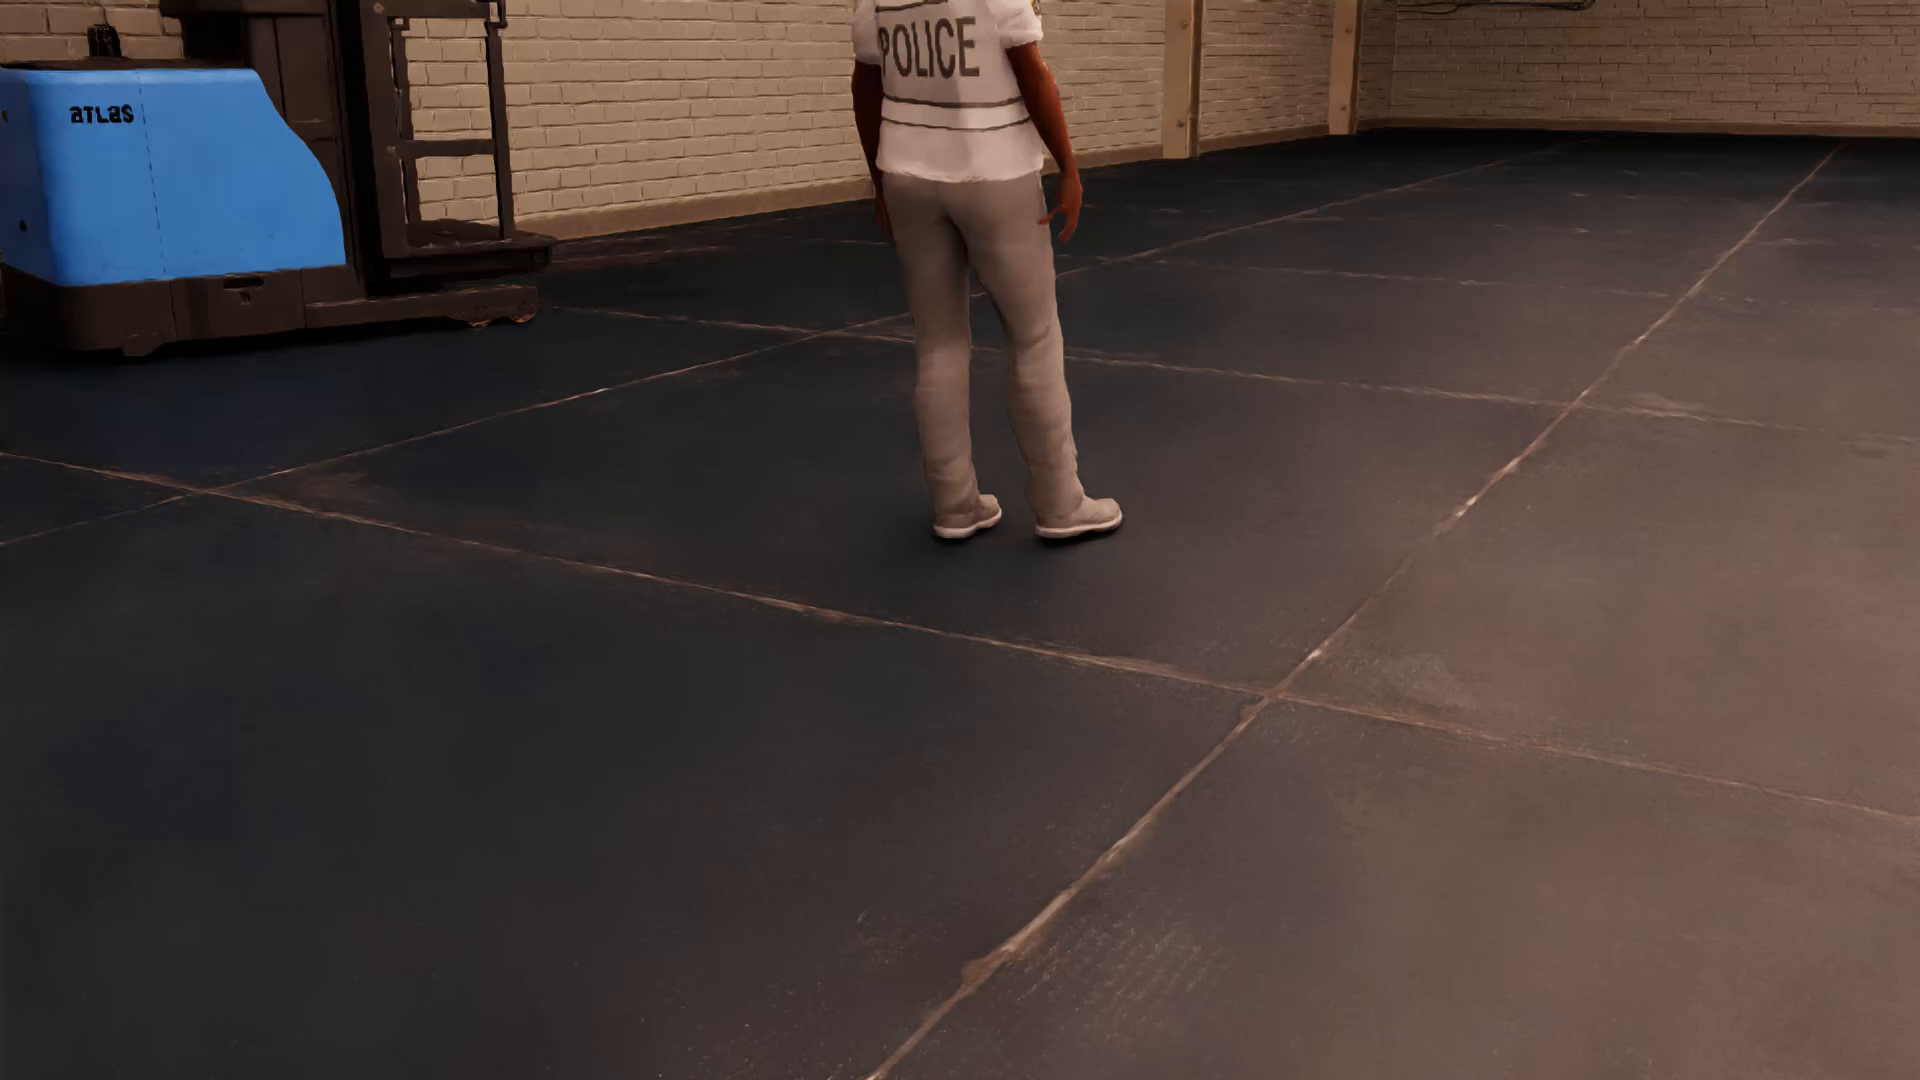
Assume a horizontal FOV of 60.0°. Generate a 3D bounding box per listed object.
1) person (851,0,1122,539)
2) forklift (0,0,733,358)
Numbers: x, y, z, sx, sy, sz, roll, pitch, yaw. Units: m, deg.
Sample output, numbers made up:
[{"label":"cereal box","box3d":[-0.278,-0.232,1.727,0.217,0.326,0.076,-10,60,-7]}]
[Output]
[{"label":"person","box3d":[0.054,-0.836,3.852,0.570,1.695,0.529,9,19,28]},{"label":"forklift","box3d":[-2.473,-2.418,7.063,3.031,2.935,1.130,-14,21,-39]}]
